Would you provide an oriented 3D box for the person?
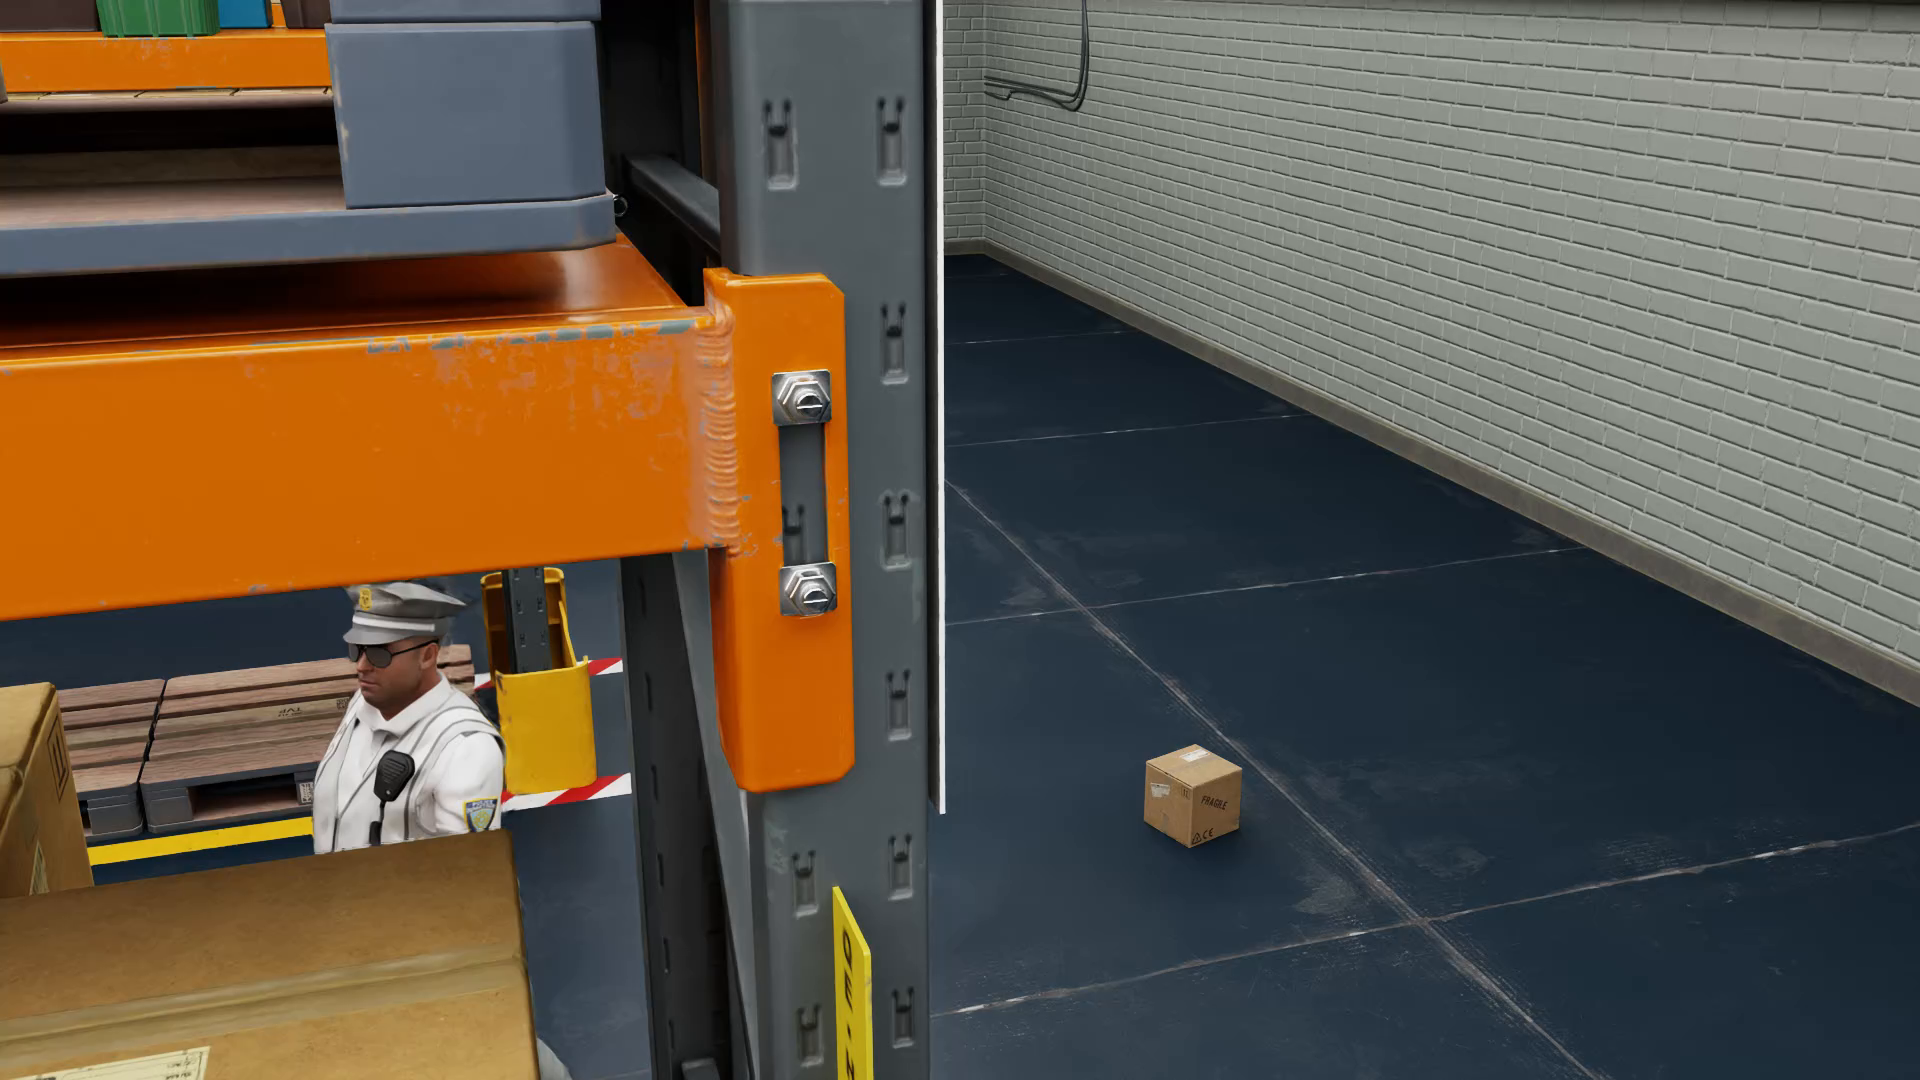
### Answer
[{"bbox_3d":[-1.322,0.927,3.812,0.576,1.717,0.989,14,24,36],"label":"person"}]
